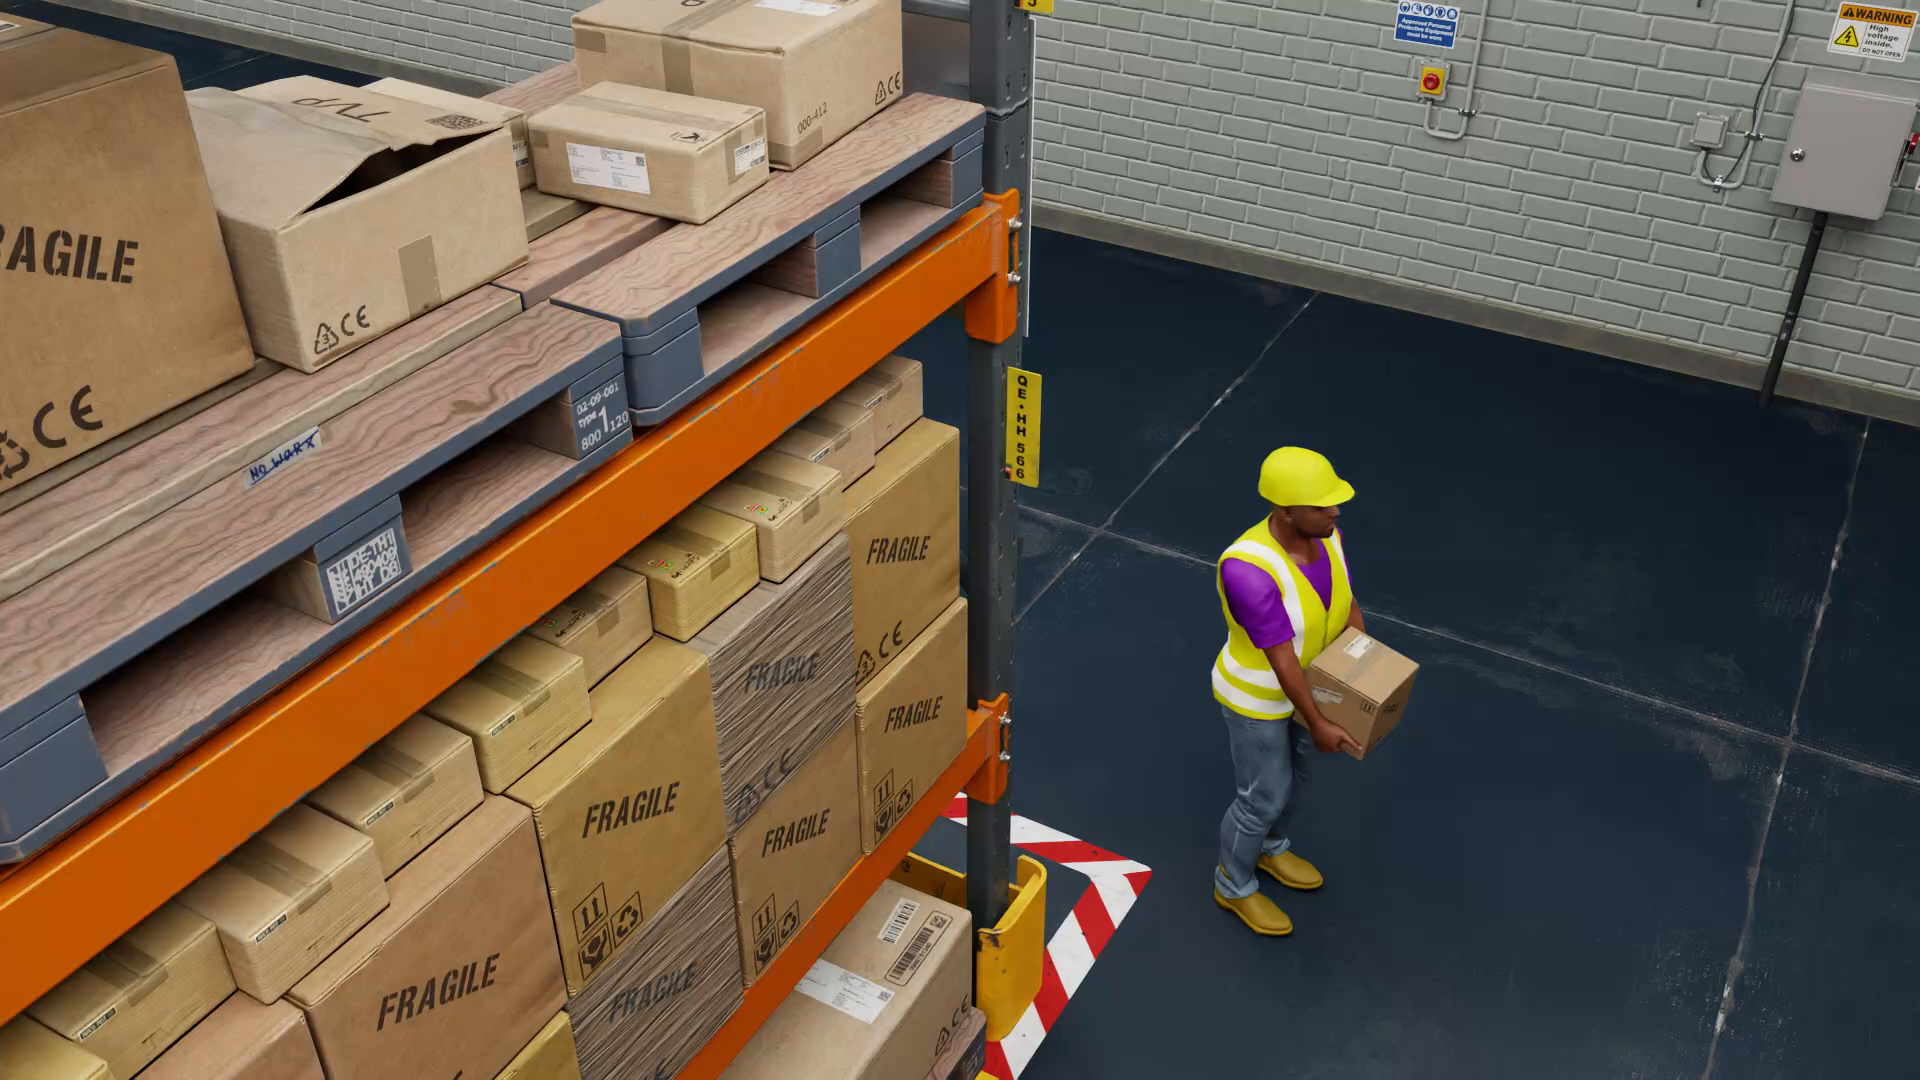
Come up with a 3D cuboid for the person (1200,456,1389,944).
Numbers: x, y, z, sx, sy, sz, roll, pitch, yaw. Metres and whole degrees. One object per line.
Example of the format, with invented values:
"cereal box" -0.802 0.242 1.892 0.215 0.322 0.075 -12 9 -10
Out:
"person" 1.059 0.488 5.400 0.459 1.761 0.638 25 41 32
